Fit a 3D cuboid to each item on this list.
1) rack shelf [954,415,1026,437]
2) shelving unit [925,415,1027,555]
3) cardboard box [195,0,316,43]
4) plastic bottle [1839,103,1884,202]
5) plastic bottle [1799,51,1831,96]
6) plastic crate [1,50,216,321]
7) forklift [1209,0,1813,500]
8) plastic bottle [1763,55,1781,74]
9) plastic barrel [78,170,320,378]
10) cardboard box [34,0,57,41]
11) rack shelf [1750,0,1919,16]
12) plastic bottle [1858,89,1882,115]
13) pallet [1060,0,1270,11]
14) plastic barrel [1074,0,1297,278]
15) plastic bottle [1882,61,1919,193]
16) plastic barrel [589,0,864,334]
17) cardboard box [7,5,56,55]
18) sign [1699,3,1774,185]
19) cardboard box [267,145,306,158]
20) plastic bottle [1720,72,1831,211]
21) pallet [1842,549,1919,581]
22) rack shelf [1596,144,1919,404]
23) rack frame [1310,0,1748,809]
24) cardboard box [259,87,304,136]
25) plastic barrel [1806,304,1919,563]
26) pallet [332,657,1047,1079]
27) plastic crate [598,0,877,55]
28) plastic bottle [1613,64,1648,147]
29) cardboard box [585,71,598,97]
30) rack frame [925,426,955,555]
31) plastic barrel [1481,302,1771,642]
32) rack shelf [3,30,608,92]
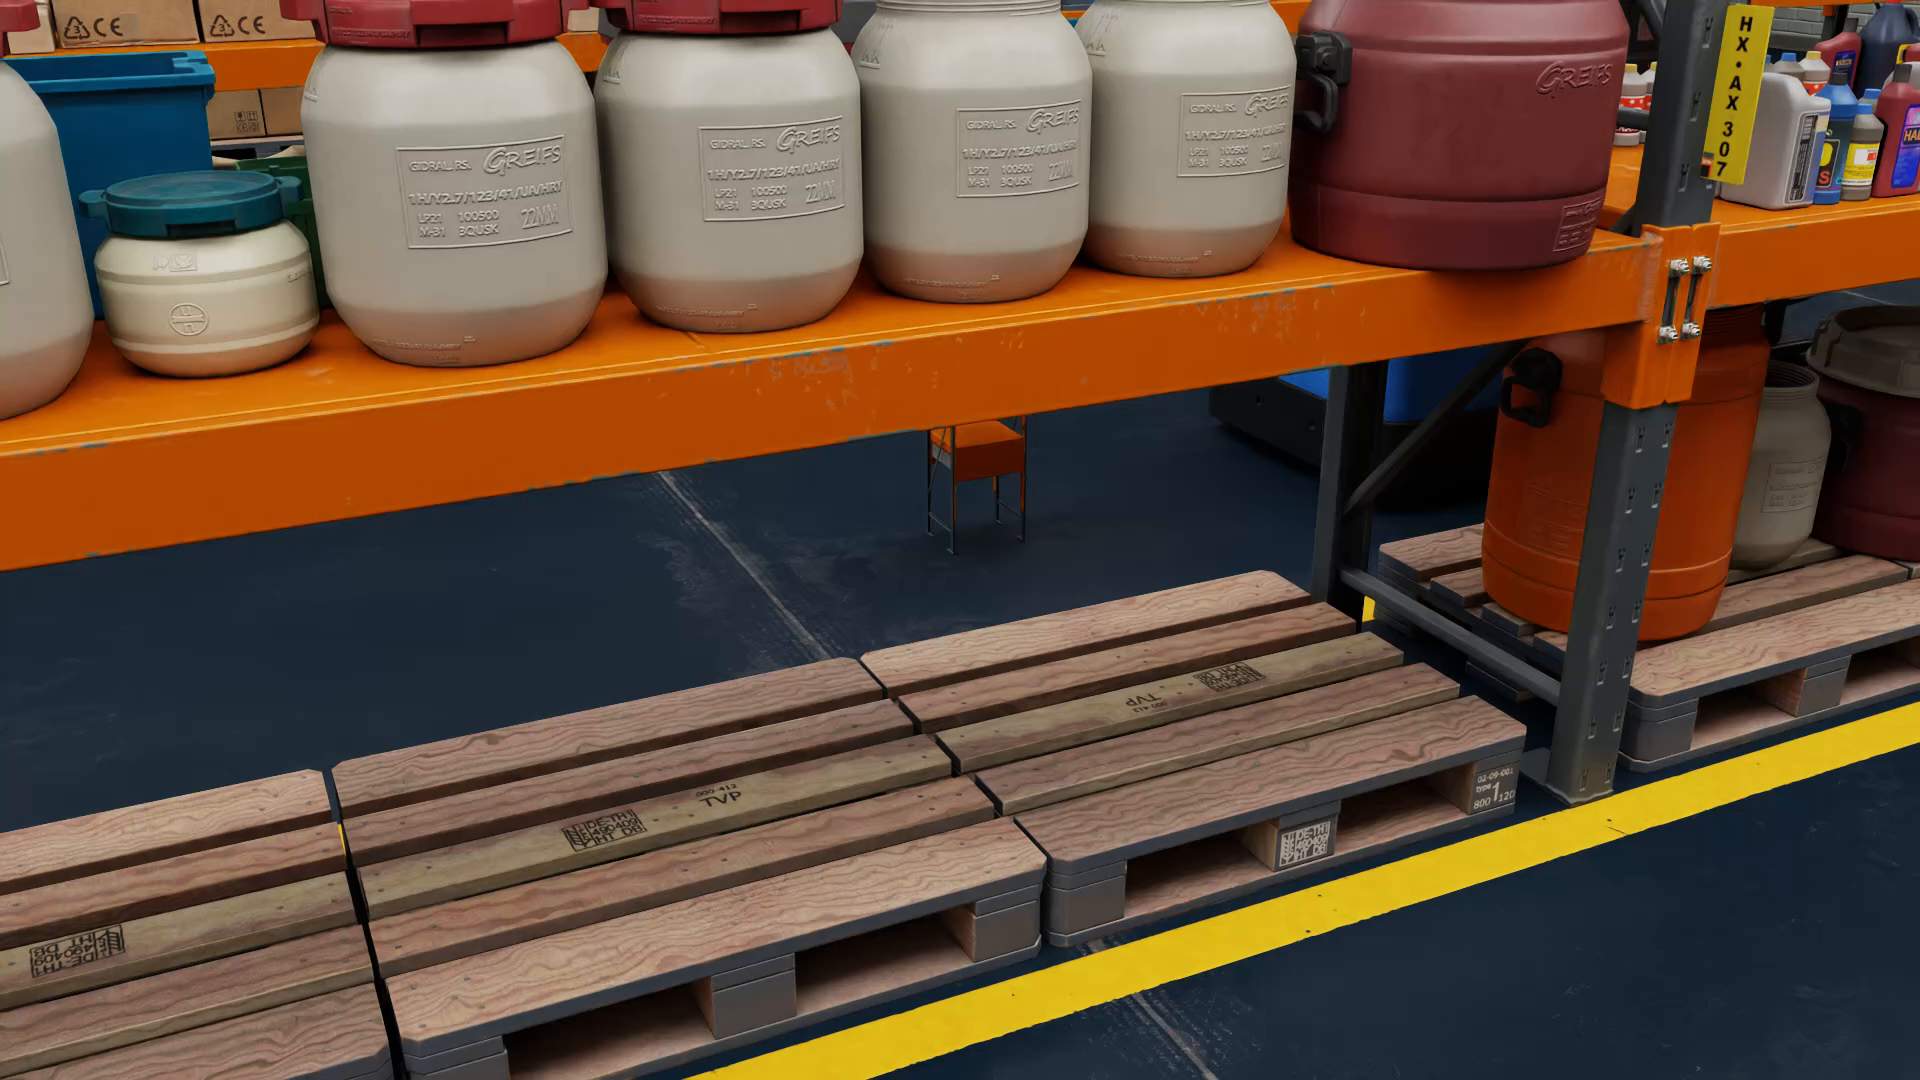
[{"bbox_3d":[0.048,-0.484,5.075,0.240,0.259,0.215,-10,25,-24],"label":"rack shelf"},{"bbox_3d":[0.048,-0.494,5.071,0.252,1.050,0.215,-10,25,-24],"label":"shelving unit"},{"bbox_3d":[-2.897,-2.341,6.852,0.500,0.500,0.500,-10,25,-24],"label":"cardboard box"},{"bbox_3d":[1.962,-0.853,3.648,0.097,0.201,0.097,0,22,0],"label":"plastic bottle"},{"bbox_3d":[2.341,-1.245,4.595,0.097,0.201,0.097,0,22,0],"label":"plastic bottle"},{"bbox_3d":[-1.518,-0.577,2.744,0.575,0.384,0.392,-10,25,-24],"label":"plastic crate"},{"bbox_3d":[2.483,-1.860,5.912,3.031,2.935,1.130,-11,25,-24],"label":"forklift"},{"bbox_3d":[2.165,-1.212,4.517,0.097,0.201,0.097,0,22,0],"label":"plastic bottle"},{"bbox_3d":[-1.118,-0.397,2.469,0.301,0.262,0.301,0,22,0],"label":"plastic barrel"},{"bbox_3d":[-3.809,-2.149,6.696,0.258,0.266,0.396,-11,25,-25],"label":"cardboard box"},{"bbox_3d":[4.489,-3.329,10.310,4.000,0.370,1.077,-10,25,-24],"label":"rack shelf"},{"bbox_3d":[2.104,-0.943,3.867,0.097,0.201,0.097,0,22,0],"label":"plastic bottle"},{"bbox_3d":[0.833,-2.901,8.588,1.213,0.211,1.003,-10,25,-24],"label":"pallet"},{"bbox_3d":[0.393,-0.766,3.031,0.421,0.512,0.421,0,22,0],"label":"plastic barrel"},{"bbox_3d":[2.175,-0.938,3.756,0.135,0.276,0.152,-10,25,-24],"label":"plastic bottle"},{"bbox_3d":[-0.369,-0.634,2.682,0.433,0.535,0.433,0,22,0],"label":"plastic barrel"},{"bbox_3d":[-3.635,-1.963,6.398,0.250,0.149,0.380,-10,25,-24],"label":"cardboard box"},{"bbox_3d":[1.472,-0.845,3.156,0.005,0.325,0.100,-10,25,-24],"label":"sign"},{"bbox_3d":[-2.910,-1.604,7.515,0.500,0.311,0.500,-11,25,-24],"label":"cardboard box"},{"bbox_3d":[1.758,-0.861,3.571,0.135,0.276,0.152,-10,25,-24],"label":"plastic bottle"},{"bbox_3d":[3.018,-0.016,5.012,1.213,0.211,1.003,-10,25,-24],"label":"pallet"},{"bbox_3d":[3.030,-0.958,4.582,4.000,0.370,1.077,-10,25,-24],"label":"rack shelf"},{"bbox_3d":[1.228,-0.958,3.643,0.127,3.000,1.000,-10,25,-24],"label":"rack frame"},{"bbox_3d":[-4.645,-3.146,11.621,0.500,0.500,0.700,-11,25,-24],"label":"cardboard box"},{"bbox_3d":[2.679,-0.312,4.686,0.708,0.588,0.600,-10,25,-24],"label":"plastic barrel"},{"bbox_3d":[-0.585,0.646,3.413,1.213,0.211,1.003,-10,25,-24],"label":"pallet"},{"bbox_3d":[-0.361,-0.825,3.238,0.583,0.464,0.402,-10,25,-24],"label":"plastic crate"},{"bbox_3d":[1.727,-1.132,4.322,0.097,0.201,0.097,0,22,0],"label":"plastic bottle"},{"bbox_3d":[-2.350,-3.650,12.407,0.750,0.750,0.750,-11,25,-24],"label":"cardboard box"},{"bbox_3d":[-0.062,-0.474,5.022,0.008,1.050,0.200,-10,25,-24],"label":"rack frame"},{"bbox_3d":[1.661,-0.236,4.188,0.708,0.830,0.600,-10,25,-24],"label":"plastic barrel"},{"bbox_3d":[-2.719,-2.002,7.104,4.000,0.370,1.077,-10,25,-24],"label":"rack shelf"}]
